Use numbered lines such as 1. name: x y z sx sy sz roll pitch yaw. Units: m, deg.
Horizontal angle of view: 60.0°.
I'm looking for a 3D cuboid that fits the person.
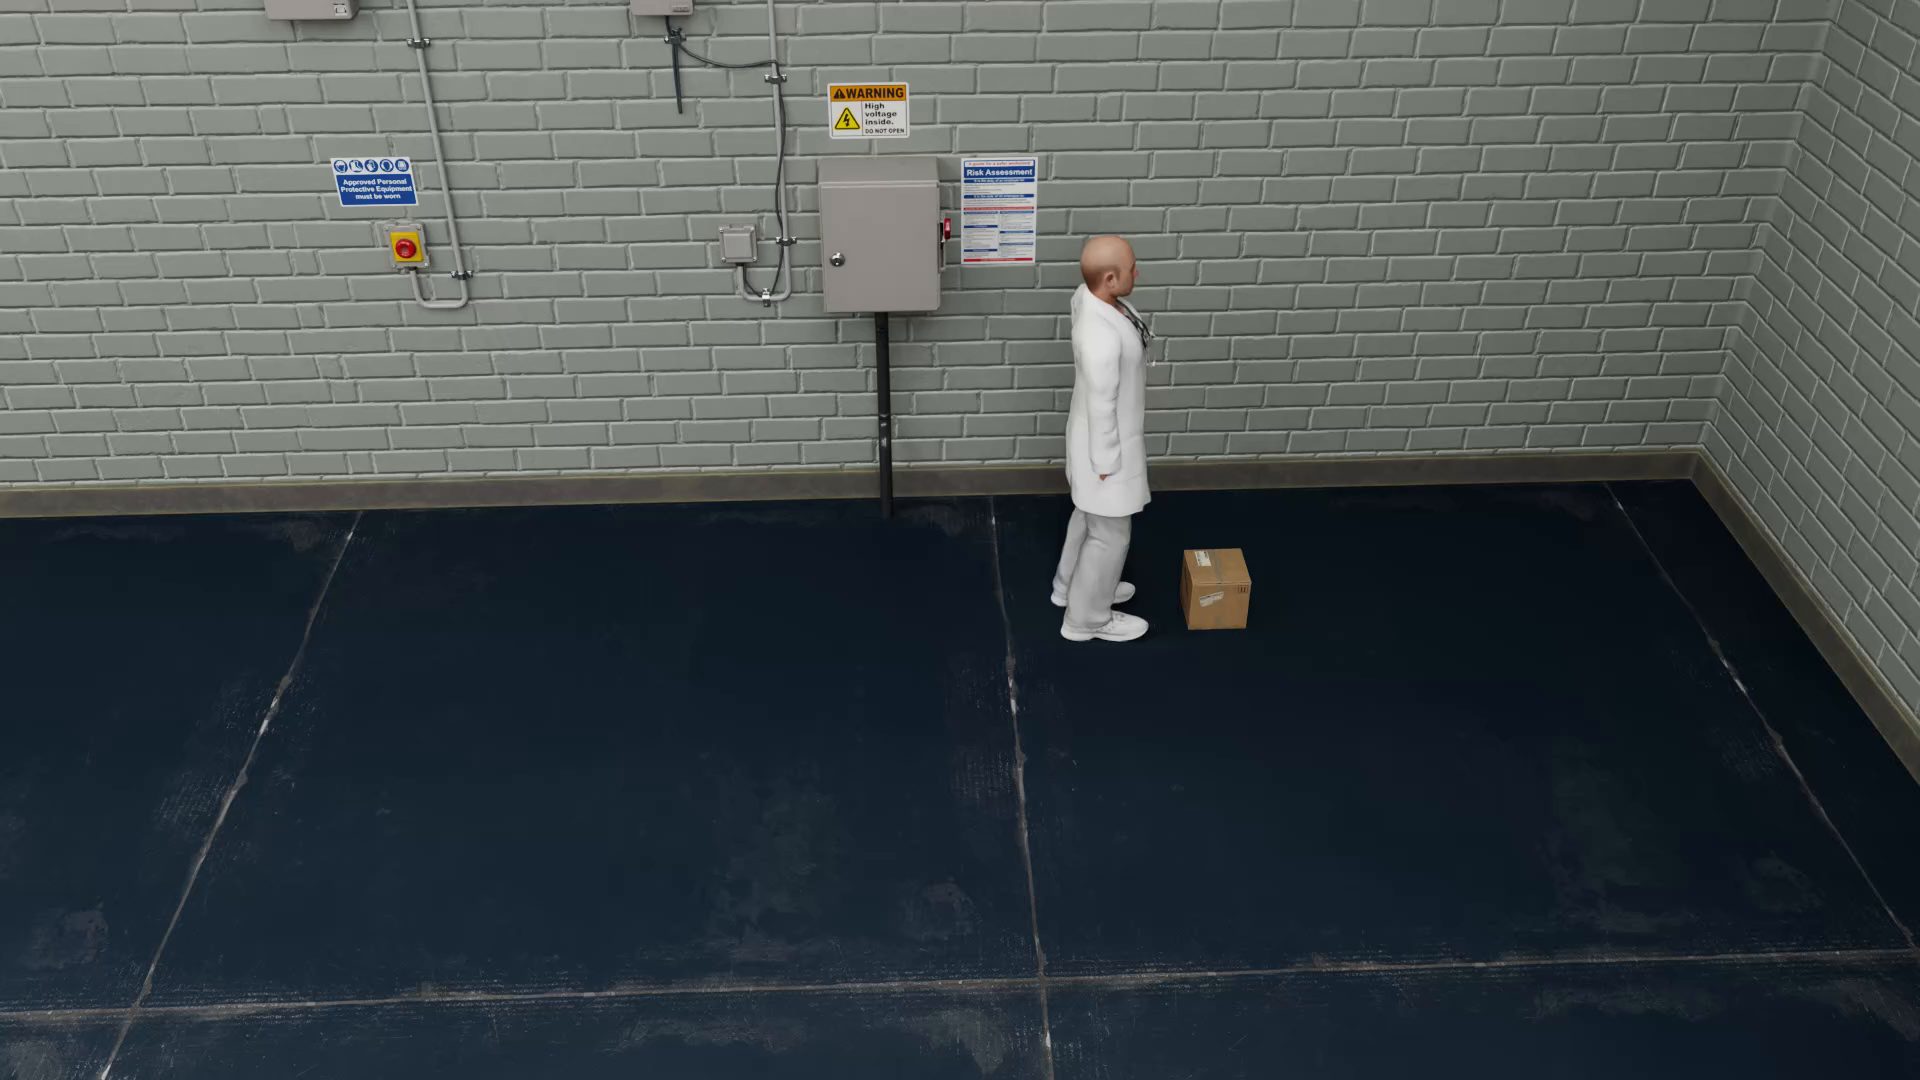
1. person: 0.594 -0.404 6.761 0.385 1.761 0.569 -1 35 -1
